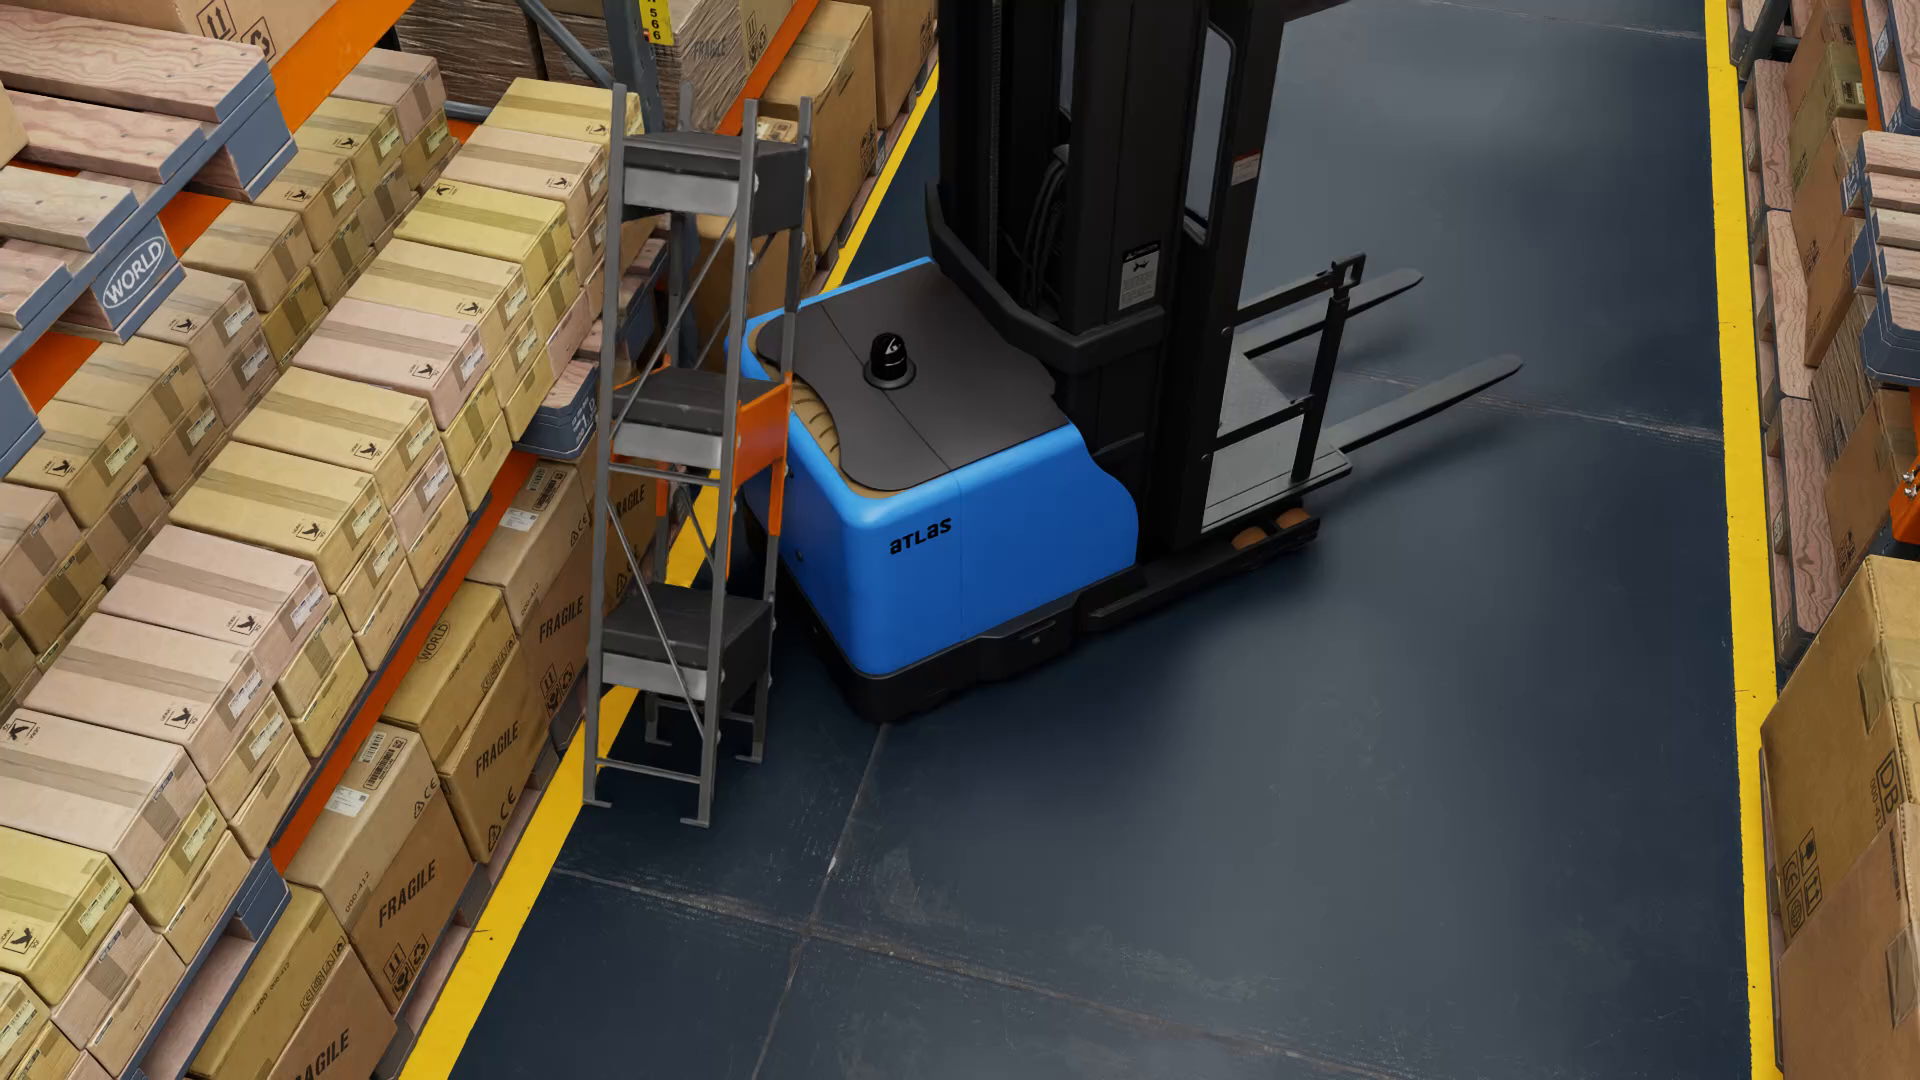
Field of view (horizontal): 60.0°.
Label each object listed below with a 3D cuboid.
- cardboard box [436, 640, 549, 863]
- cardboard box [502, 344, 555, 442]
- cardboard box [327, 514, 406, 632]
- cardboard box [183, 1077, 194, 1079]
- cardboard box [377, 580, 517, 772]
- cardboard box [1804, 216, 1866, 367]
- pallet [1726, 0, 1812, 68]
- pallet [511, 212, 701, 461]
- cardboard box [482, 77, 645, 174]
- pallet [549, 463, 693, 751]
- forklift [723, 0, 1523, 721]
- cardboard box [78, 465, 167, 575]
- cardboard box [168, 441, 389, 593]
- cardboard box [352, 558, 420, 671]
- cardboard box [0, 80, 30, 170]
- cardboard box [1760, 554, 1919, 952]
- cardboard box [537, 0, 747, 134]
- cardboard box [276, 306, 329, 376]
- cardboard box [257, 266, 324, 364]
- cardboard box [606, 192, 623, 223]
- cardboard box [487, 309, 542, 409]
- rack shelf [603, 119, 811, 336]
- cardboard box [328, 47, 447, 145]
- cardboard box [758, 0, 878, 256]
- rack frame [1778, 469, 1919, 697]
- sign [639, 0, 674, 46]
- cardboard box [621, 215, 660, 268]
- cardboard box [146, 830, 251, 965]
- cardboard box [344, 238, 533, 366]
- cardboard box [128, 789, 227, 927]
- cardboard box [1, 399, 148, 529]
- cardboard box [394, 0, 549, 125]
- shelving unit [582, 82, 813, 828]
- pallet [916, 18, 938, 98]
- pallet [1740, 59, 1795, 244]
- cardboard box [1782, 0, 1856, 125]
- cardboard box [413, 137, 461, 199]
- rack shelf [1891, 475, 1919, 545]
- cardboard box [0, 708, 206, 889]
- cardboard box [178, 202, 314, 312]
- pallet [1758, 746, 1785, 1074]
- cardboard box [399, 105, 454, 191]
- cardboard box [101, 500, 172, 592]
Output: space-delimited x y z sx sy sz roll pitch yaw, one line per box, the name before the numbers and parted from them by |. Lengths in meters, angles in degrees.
cardboard box | -1.633 0.606 5.102 0.500 0.500 0.500 10 49 8
cardboard box | -1.338 -0.434 4.519 0.380 0.149 0.250 11 49 10
cardboard box | -1.544 0.043 3.901 0.380 0.149 0.250 11 49 9
cardboard box | -2.051 1.481 3.829 0.500 0.250 0.500 10 49 8
cardboard box | -1.646 0.348 4.829 0.500 0.250 0.500 13 50 11
cardboard box | 3.744 -0.941 6.453 0.700 0.500 0.500 15 50 13
pallet | 4.506 -2.782 8.564 1.003 0.211 1.213 12 50 10
pallet | -1.533 -0.770 5.057 1.213 0.211 1.003 12 50 10
cardboard box | -1.135 -1.178 4.780 0.380 0.149 0.250 10 49 9
pallet | -1.655 0.117 6.006 1.003 0.211 1.213 12 50 10
forklift | 0.748 -1.181 5.338 3.031 2.935 1.130 -23 52 -19
cardboard box | -2.174 -0.087 4.015 0.380 0.149 0.250 13 50 11
cardboard box | -1.547 -0.055 3.789 0.380 0.149 0.250 13 50 11
cardboard box | -1.546 0.146 4.008 0.380 0.149 0.250 10 49 8
cardboard box | -1.968 -0.734 2.548 0.797 0.503 0.637 11 49 10
cardboard box | 3.109 0.741 4.733 1.225 0.875 0.875 9 49 8
cardboard box | -1.069 -1.675 5.661 0.500 0.500 0.500 12 50 10
cardboard box | -1.971 -0.557 4.629 0.380 0.149 0.250 14 50 12
cardboard box | -1.972 -0.642 4.505 0.380 0.149 0.250 12 50 10
cardboard box | -1.139 -1.077 4.889 0.380 0.149 0.250 12 50 11
cardboard box | -1.341 -0.512 4.390 0.380 0.149 0.250 12 50 10
rack shelf | -0.708 -0.895 4.698 0.431 0.518 0.480 9 17 10
cardboard box | -1.758 -1.324 4.908 0.380 0.149 0.250 12 50 10
cardboard box | -0.974 -1.821 7.076 1.050 0.750 0.750 12 50 11
rack frame | 3.310 -0.318 4.530 1.000 3.000 0.127 12 50 10
sign | -0.922 -1.627 4.966 0.100 0.325 0.005 12 50 10
cardboard box | -1.134 -0.979 5.000 0.380 0.149 0.250 12 50 11
cardboard box | -1.749 0.710 3.510 0.380 0.149 0.250 12 50 10
cardboard box | -1.339 -0.613 4.281 0.380 0.149 0.250 13 50 11
cardboard box | -1.752 0.612 3.398 0.380 0.149 0.250 10 49 8
cardboard box | -2.170 -0.196 3.913 0.380 0.149 0.250 11 49 10
cardboard box | -1.589 -1.782 5.756 0.500 0.500 0.500 12 50 10
shelving unit | -0.779 -0.242 4.897 0.431 2.100 0.503 9 17 10
pallet | -0.526 -2.768 8.552 1.003 0.211 1.213 12 50 10
pallet | 4.160 -1.725 7.632 1.003 0.211 1.213 12 50 10
cardboard box | 4.181 -2.090 7.468 0.700 0.500 0.500 8 49 7
cardboard box | -1.761 -1.142 5.145 0.380 0.149 0.250 11 49 10
rack shelf | 2.784 1.366 3.523 1.077 0.370 4.000 12 50 10
cardboard box | -1.748 0.508 3.291 0.380 0.149 0.250 11 49 10
cardboard box | -1.964 -0.764 4.414 0.380 0.149 0.250 10 49 8
pallet | 3.030 1.160 5.086 1.003 0.211 1.213 12 50 10
cardboard box | -1.769 -1.215 5.010 0.380 0.149 0.250 14 50 12
cardboard box | -2.177 0.005 4.132 0.380 0.149 0.250 10 49 9
